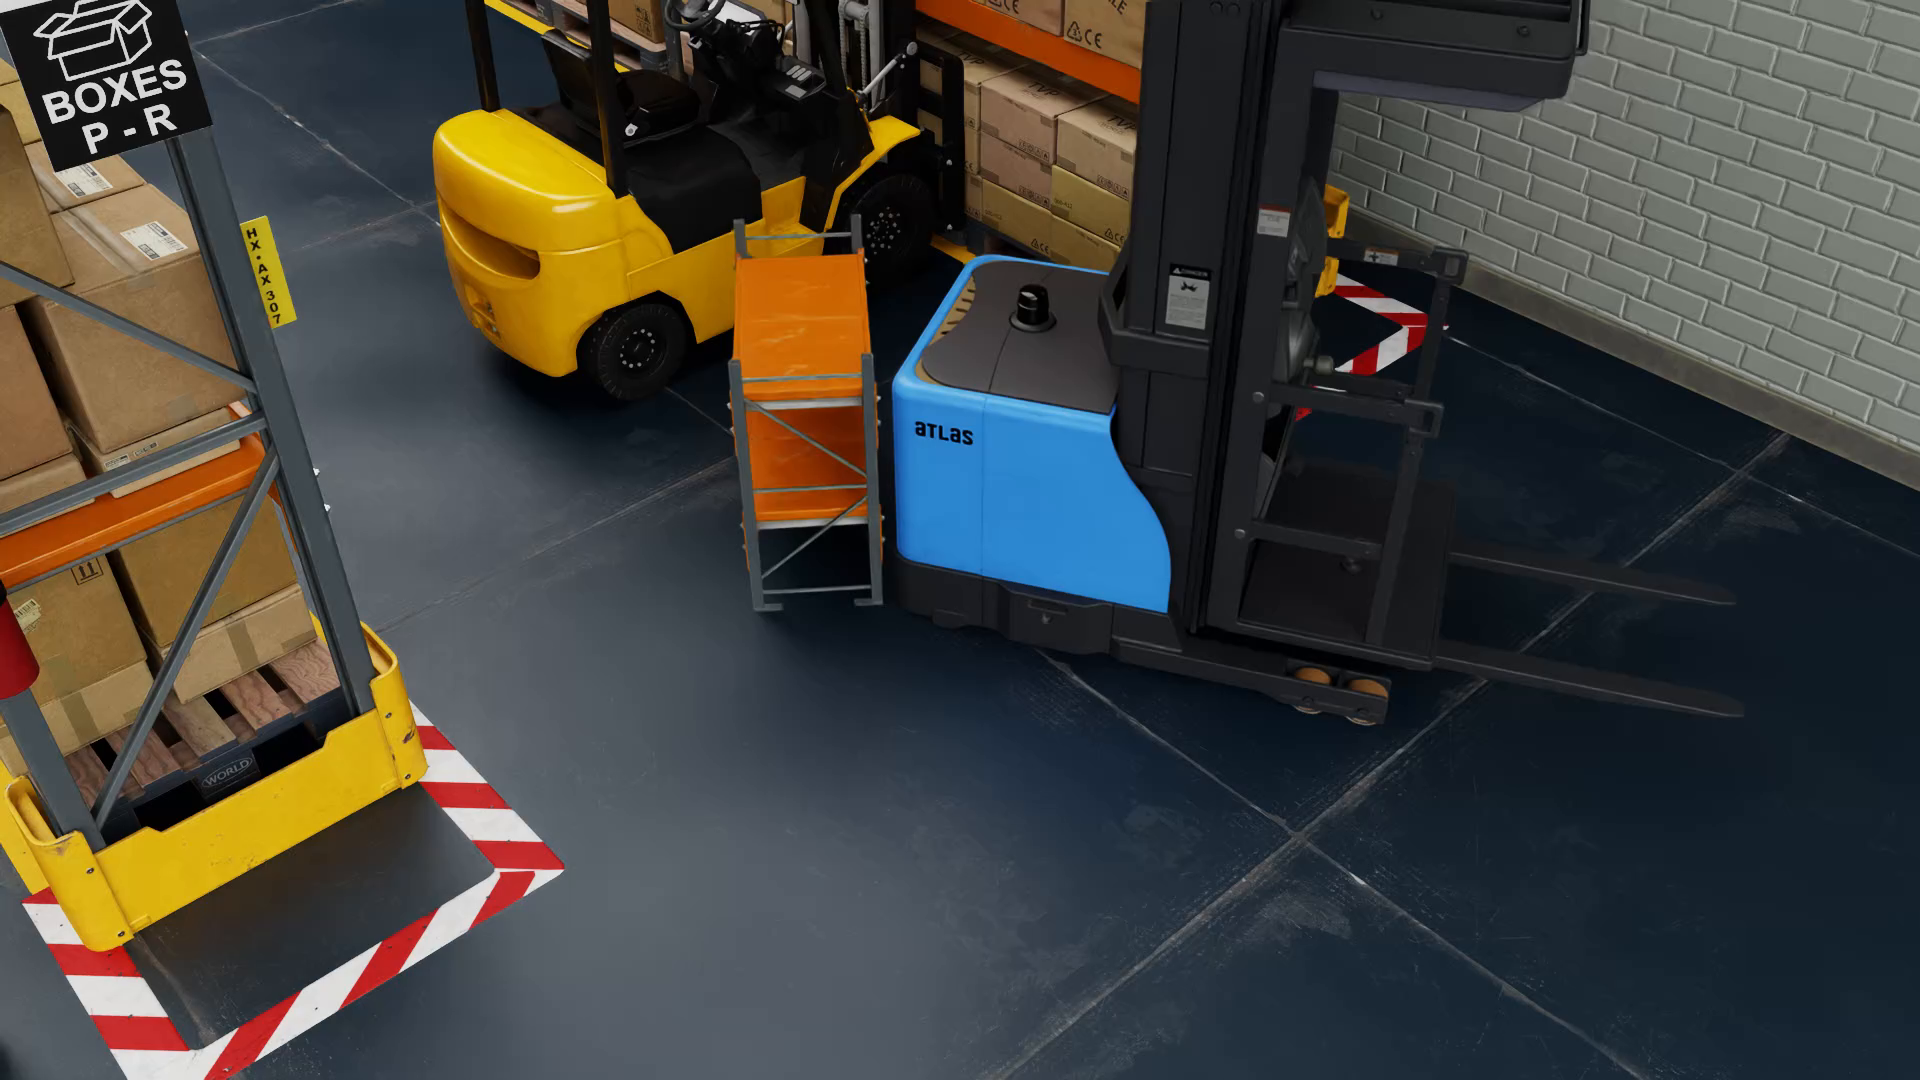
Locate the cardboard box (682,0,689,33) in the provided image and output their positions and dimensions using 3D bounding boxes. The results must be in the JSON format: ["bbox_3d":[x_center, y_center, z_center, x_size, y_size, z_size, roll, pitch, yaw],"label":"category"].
[{"bbox_3d":[-1.266,-3.058,9.606,0.500,0.250,0.500,-30,48,-32],"label":"cardboard box"}]

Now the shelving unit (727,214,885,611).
[{"bbox_3d":[-0.593,-0.505,6.481,0.538,1.125,1.048,-3,39,-4],"label":"shelving unit"}]

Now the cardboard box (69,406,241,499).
[{"bbox_3d":[-2.391,-0.310,4.947,0.380,0.149,0.250,-30,48,-32],"label":"cardboard box"}]

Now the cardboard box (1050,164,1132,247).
[{"bbox_3d":[0.780,-1.655,7.868,0.500,0.250,0.500,-31,48,-32],"label":"cardboard box"}]

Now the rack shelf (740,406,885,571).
[{"bbox_3d":[-0.593,-0.315,6.634,0.538,0.278,1.000,-3,39,-4],"label":"rack shelf"}]

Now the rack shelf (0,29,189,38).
[{"bbox_3d":[-3.667,-1.976,4.994,1.077,0.370,4.000,-30,48,-32],"label":"rack shelf"}]

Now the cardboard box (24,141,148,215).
[{"bbox_3d":[-2.783,-0.893,5.152,0.500,0.500,0.500,-28,47,-31],"label":"cardboard box"}]

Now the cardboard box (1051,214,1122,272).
[{"bbox_3d":[0.789,-1.451,8.013,0.500,0.250,0.500,-30,47,-31],"label":"cardboard box"}]

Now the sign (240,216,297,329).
[{"bbox_3d":[-1.914,-0.730,4.578,0.100,0.325,0.005,-30,48,-32],"label":"sign"}]

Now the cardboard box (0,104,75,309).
[{"bbox_3d":[-2.820,-0.850,4.303,0.700,0.500,0.500,-31,48,-33],"label":"cardboard box"}]

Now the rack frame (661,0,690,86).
[{"bbox_3d":[-1.366,-4.125,9.470,1.000,3.000,0.127,-30,48,-32],"label":"rack frame"}]

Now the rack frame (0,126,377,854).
[{"bbox_3d":[-2.314,-0.163,4.564,1.000,3.000,0.127,-30,48,-32],"label":"rack frame"}]

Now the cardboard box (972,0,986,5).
[{"bbox_3d":[0.123,-2.910,7.886,0.500,0.500,0.500,-31,48,-32],"label":"cardboard box"}]

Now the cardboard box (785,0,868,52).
[{"bbox_3d":[-0.586,-2.784,8.869,0.500,0.250,0.500,-28,47,-30],"label":"cardboard box"}]

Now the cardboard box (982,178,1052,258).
[{"bbox_3d":[0.460,-1.685,8.303,0.500,0.250,0.500,-30,48,-32],"label":"cardboard box"}]

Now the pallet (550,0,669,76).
[{"bbox_3d":[-1.893,-3.365,10.748,1.003,0.211,1.213,-30,48,-32],"label":"pallet"}]

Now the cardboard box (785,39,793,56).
[{"bbox_3d":[-0.592,-2.589,9.024,0.500,0.250,0.500,-30,48,-32],"label":"cardboard box"}]

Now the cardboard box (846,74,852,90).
[{"bbox_3d":[-0.251,-2.354,8.734,0.500,0.250,0.500,-30,48,-32],"label":"cardboard box"}]

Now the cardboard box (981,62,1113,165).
[{"bbox_3d":[0.449,-2.071,7.985,0.500,0.250,0.500,-29,47,-31],"label":"cardboard box"}]

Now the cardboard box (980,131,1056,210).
[{"bbox_3d":[0.449,-1.891,8.161,0.500,0.250,0.500,-30,48,-32],"label":"cardboard box"}]

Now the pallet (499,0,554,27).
[{"bbox_3d":[-2.722,-3.930,11.448,1.003,0.211,1.213,-30,48,-32],"label":"pallet"}]

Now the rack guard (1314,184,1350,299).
[{"bbox_3d":[1.356,-1.290,7.950,1.175,0.500,0.348,-30,48,-32],"label":"rack guard"}]

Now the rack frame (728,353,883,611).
[{"bbox_3d":[-0.549,-0.187,6.087,0.500,1.125,0.032,-3,39,-4],"label":"rack frame"}]

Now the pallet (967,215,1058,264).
[{"bbox_3d":[0.792,-1.525,8.471,1.003,0.211,1.213,-30,48,-32],"label":"pallet"}]

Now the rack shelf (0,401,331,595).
[{"bbox_3d":[-3.667,-0.809,5.937,1.077,0.370,4.000,-30,48,-32],"label":"rack shelf"}]

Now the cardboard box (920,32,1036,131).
[{"bbox_3d":[0.100,-2.300,8.269,0.500,0.250,0.500,-29,47,-31],"label":"cardboard box"}]

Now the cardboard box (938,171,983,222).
[{"bbox_3d":[0.128,-1.920,8.595,0.500,0.250,0.500,-29,47,-31],"label":"cardboard box"}]

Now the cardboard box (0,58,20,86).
[{"bbox_3d":[-3.478,-1.360,5.731,0.500,0.500,0.500,-31,48,-33],"label":"cardboard box"}]

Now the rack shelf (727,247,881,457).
[{"bbox_3d":[-0.593,-0.733,6.297,0.538,0.278,1.000,-3,39,-4],"label":"rack shelf"}]

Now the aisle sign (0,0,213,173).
[{"bbox_3d":[-2.044,-1.277,3.875,0.394,0.787,0.004,-30,48,-32],"label":"aisle sign"}]

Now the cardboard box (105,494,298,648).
[{"bbox_3d":[-2.672,-0.050,5.682,0.500,0.500,0.500,-32,49,-33],"label":"cardboard box"}]

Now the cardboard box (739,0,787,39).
[{"bbox_3d":[-0.931,-3.010,9.148,0.500,0.250,0.500,-30,48,-32],"label":"cardboard box"}]

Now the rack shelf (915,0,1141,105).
[{"bbox_3d":[-0.013,-2.920,8.550,1.077,0.370,4.000,-30,48,-32],"label":"rack shelf"}]

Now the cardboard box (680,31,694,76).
[{"bbox_3d":[-1.282,-2.854,9.751,0.500,0.250,0.500,-29,47,-31],"label":"cardboard box"}]

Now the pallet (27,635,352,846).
[{"bbox_3d":[-2.889,0.496,5.968,1.003,0.211,1.213,-30,48,-32],"label":"pallet"}]

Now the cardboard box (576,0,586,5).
[{"bbox_3d":[-2.246,-3.964,10.826,0.875,0.625,0.625,-30,48,-32],"label":"cardboard box"}]

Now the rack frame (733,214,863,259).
[{"bbox_3d":[-0.638,-0.824,6.875,0.500,1.125,0.032,-3,39,-4],"label":"rack frame"}]

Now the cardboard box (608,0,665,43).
[{"bbox_3d":[-1.727,-3.602,10.378,0.875,0.625,0.625,-28,46,-30],"label":"cardboard box"}]

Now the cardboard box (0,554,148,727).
[{"bbox_3d":[-3.048,0.192,5.383,0.500,0.500,0.500,-30,47,-31],"label":"cardboard box"}]

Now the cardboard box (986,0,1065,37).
[{"bbox_3d":[0.469,-2.673,7.593,0.500,0.500,0.500,-28,47,-31],"label":"cardboard box"}]

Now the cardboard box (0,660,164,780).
[{"bbox_3d":[-3.075,0.472,5.632,0.500,0.250,0.500,-30,48,-32],"label":"cardboard box"}]

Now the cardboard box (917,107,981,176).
[{"bbox_3d":[0.084,-2.121,8.445,0.500,0.250,0.500,-31,48,-33],"label":"cardboard box"}]

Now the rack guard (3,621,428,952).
[{"bbox_3d":[-2.365,0.774,5.393,1.175,0.500,0.348,-30,48,-32],"label":"rack guard"}]

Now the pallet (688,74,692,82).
[{"bbox_3d":[-0.859,-2.655,9.869,1.003,0.211,1.213,-30,48,-32],"label":"pallet"}]

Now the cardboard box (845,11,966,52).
[{"bbox_3d":[-0.237,-2.538,8.564,0.500,0.250,0.500,-31,48,-33],"label":"cardboard box"}]

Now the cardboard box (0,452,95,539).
[{"bbox_3d":[-2.724,-0.147,4.745,0.380,0.149,0.250,-28,47,-30],"label":"cardboard box"}]

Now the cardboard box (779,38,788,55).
[{"bbox_3d":[-0.924,-2.826,9.318,0.500,0.250,0.500,-30,48,-32],"label":"cardboard box"}]

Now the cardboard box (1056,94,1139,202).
[{"bbox_3d":[0.799,-1.837,7.696,0.500,0.250,0.500,-28,47,-30],"label":"cardboard box"}]

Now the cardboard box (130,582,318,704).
[{"bbox_3d":[-2.656,0.253,5.904,0.500,0.250,0.500,-30,48,-32],"label":"cardboard box"}]

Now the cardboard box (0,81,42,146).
[{"bbox_3d":[-3.128,-1.128,5.443,0.500,0.500,0.500,-31,48,-33],"label":"cardboard box"}]

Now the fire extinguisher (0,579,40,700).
[{"bbox_3d":[-2.576,0.116,4.281,0.296,0.674,0.183,-30,48,-32],"label":"fire extinguisher"}]

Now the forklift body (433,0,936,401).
[{"bbox_3d":[-1.287,-2.046,7.572,2.313,2.155,1.214,-30,48,-32],"label":"forklift body"}]

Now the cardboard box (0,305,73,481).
[{"bbox_3d":[-2.884,-0.452,4.606,0.500,0.500,0.500,-31,48,-32],"label":"cardboard box"}]

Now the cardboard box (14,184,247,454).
[{"bbox_3d":[-2.430,-0.655,4.857,0.500,0.500,0.500,-31,48,-32],"label":"cardboard box"}]

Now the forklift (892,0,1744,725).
[{"bbox_3d":[1.324,-0.856,5.477,3.031,2.935,1.130,11,40,14],"label":"forklift"}]

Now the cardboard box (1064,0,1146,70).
[{"bbox_3d":[0.814,-2.429,7.291,0.500,0.500,0.500,-31,48,-33],"label":"cardboard box"}]

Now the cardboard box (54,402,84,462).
[{"bbox_3d":[-2.573,-0.421,5.084,0.380,0.149,0.250,-29,47,-31],"label":"cardboard box"}]

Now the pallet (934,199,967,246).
[{"bbox_3d":[-0.029,-2.090,9.169,1.003,0.211,1.213,-30,48,-32],"label":"pallet"}]
